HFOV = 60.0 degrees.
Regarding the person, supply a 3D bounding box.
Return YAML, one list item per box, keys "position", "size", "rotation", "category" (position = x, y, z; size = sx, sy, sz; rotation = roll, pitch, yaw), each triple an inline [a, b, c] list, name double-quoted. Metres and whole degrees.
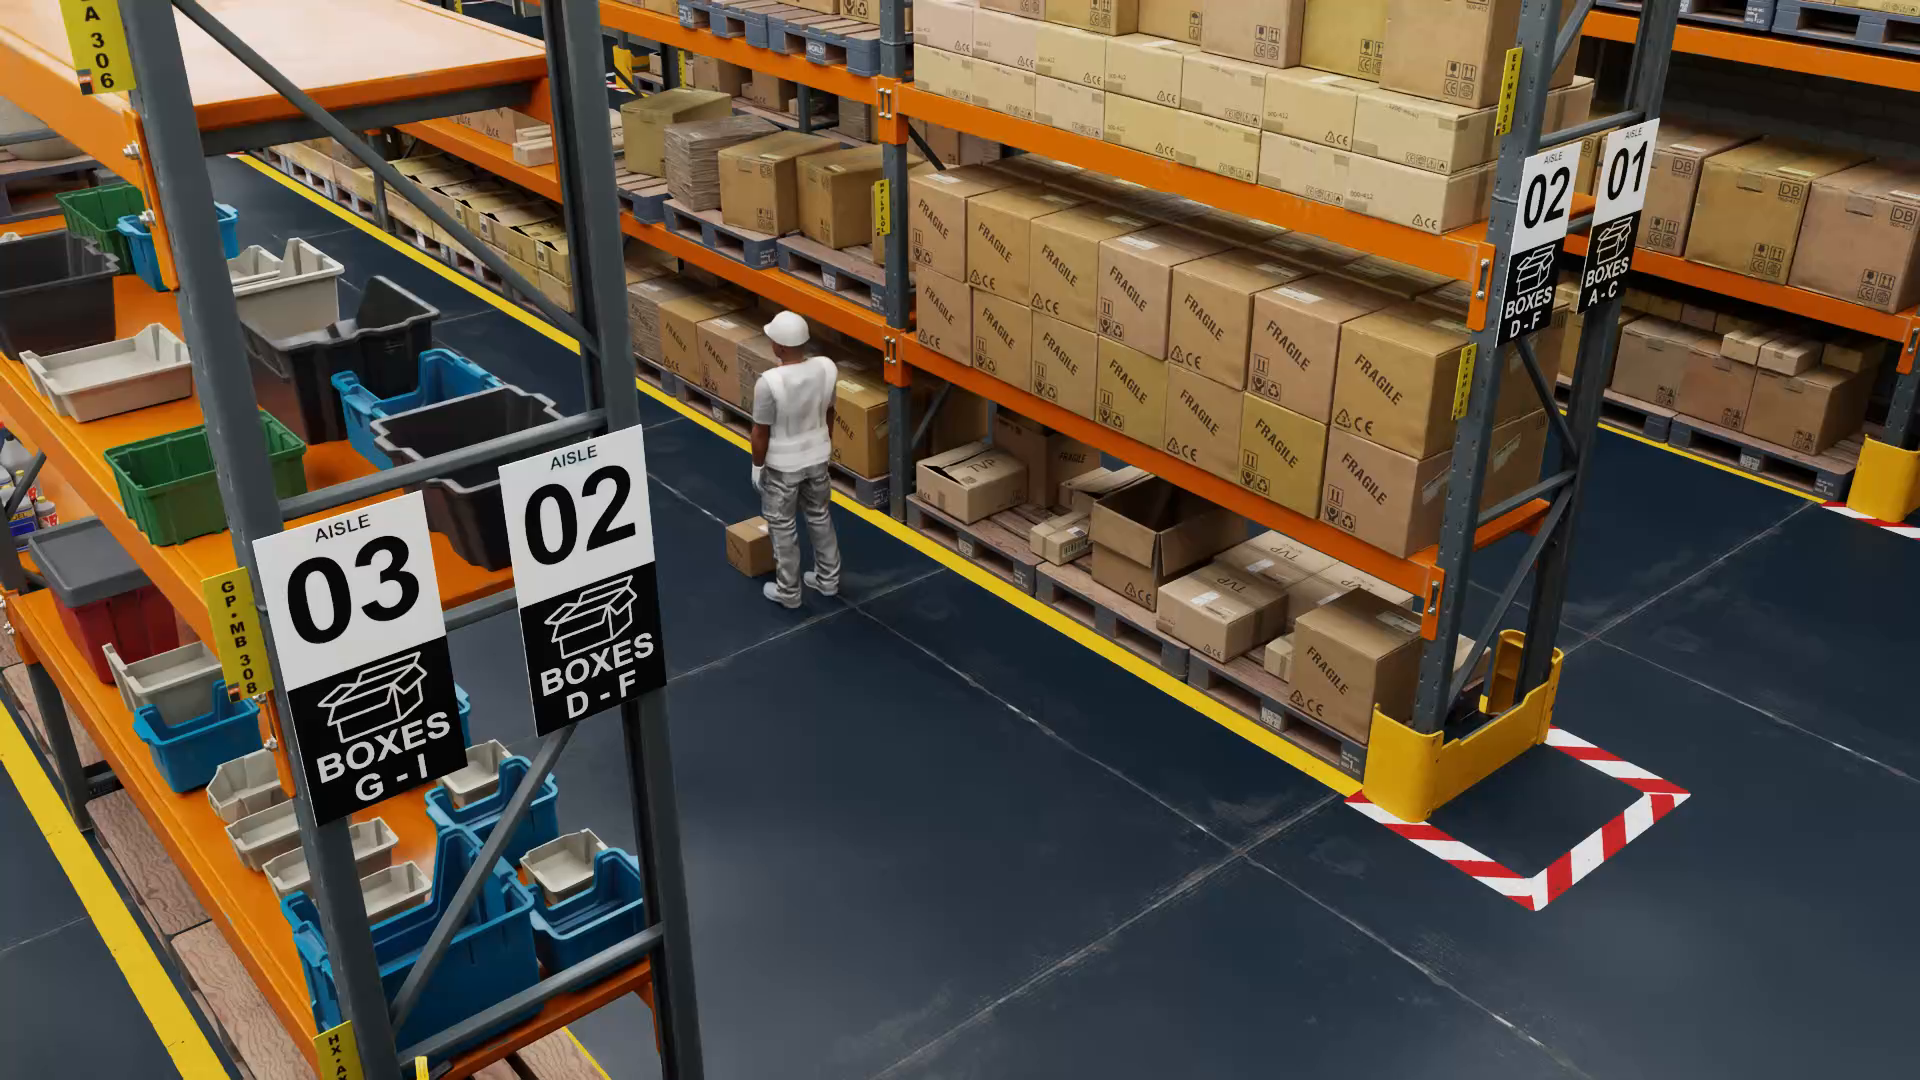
- position: [-0.951, -0.454, 9.462]
  size: [0.548, 1.792, 0.366]
  rotation: [-21, 34, -34]
  category: "person"
